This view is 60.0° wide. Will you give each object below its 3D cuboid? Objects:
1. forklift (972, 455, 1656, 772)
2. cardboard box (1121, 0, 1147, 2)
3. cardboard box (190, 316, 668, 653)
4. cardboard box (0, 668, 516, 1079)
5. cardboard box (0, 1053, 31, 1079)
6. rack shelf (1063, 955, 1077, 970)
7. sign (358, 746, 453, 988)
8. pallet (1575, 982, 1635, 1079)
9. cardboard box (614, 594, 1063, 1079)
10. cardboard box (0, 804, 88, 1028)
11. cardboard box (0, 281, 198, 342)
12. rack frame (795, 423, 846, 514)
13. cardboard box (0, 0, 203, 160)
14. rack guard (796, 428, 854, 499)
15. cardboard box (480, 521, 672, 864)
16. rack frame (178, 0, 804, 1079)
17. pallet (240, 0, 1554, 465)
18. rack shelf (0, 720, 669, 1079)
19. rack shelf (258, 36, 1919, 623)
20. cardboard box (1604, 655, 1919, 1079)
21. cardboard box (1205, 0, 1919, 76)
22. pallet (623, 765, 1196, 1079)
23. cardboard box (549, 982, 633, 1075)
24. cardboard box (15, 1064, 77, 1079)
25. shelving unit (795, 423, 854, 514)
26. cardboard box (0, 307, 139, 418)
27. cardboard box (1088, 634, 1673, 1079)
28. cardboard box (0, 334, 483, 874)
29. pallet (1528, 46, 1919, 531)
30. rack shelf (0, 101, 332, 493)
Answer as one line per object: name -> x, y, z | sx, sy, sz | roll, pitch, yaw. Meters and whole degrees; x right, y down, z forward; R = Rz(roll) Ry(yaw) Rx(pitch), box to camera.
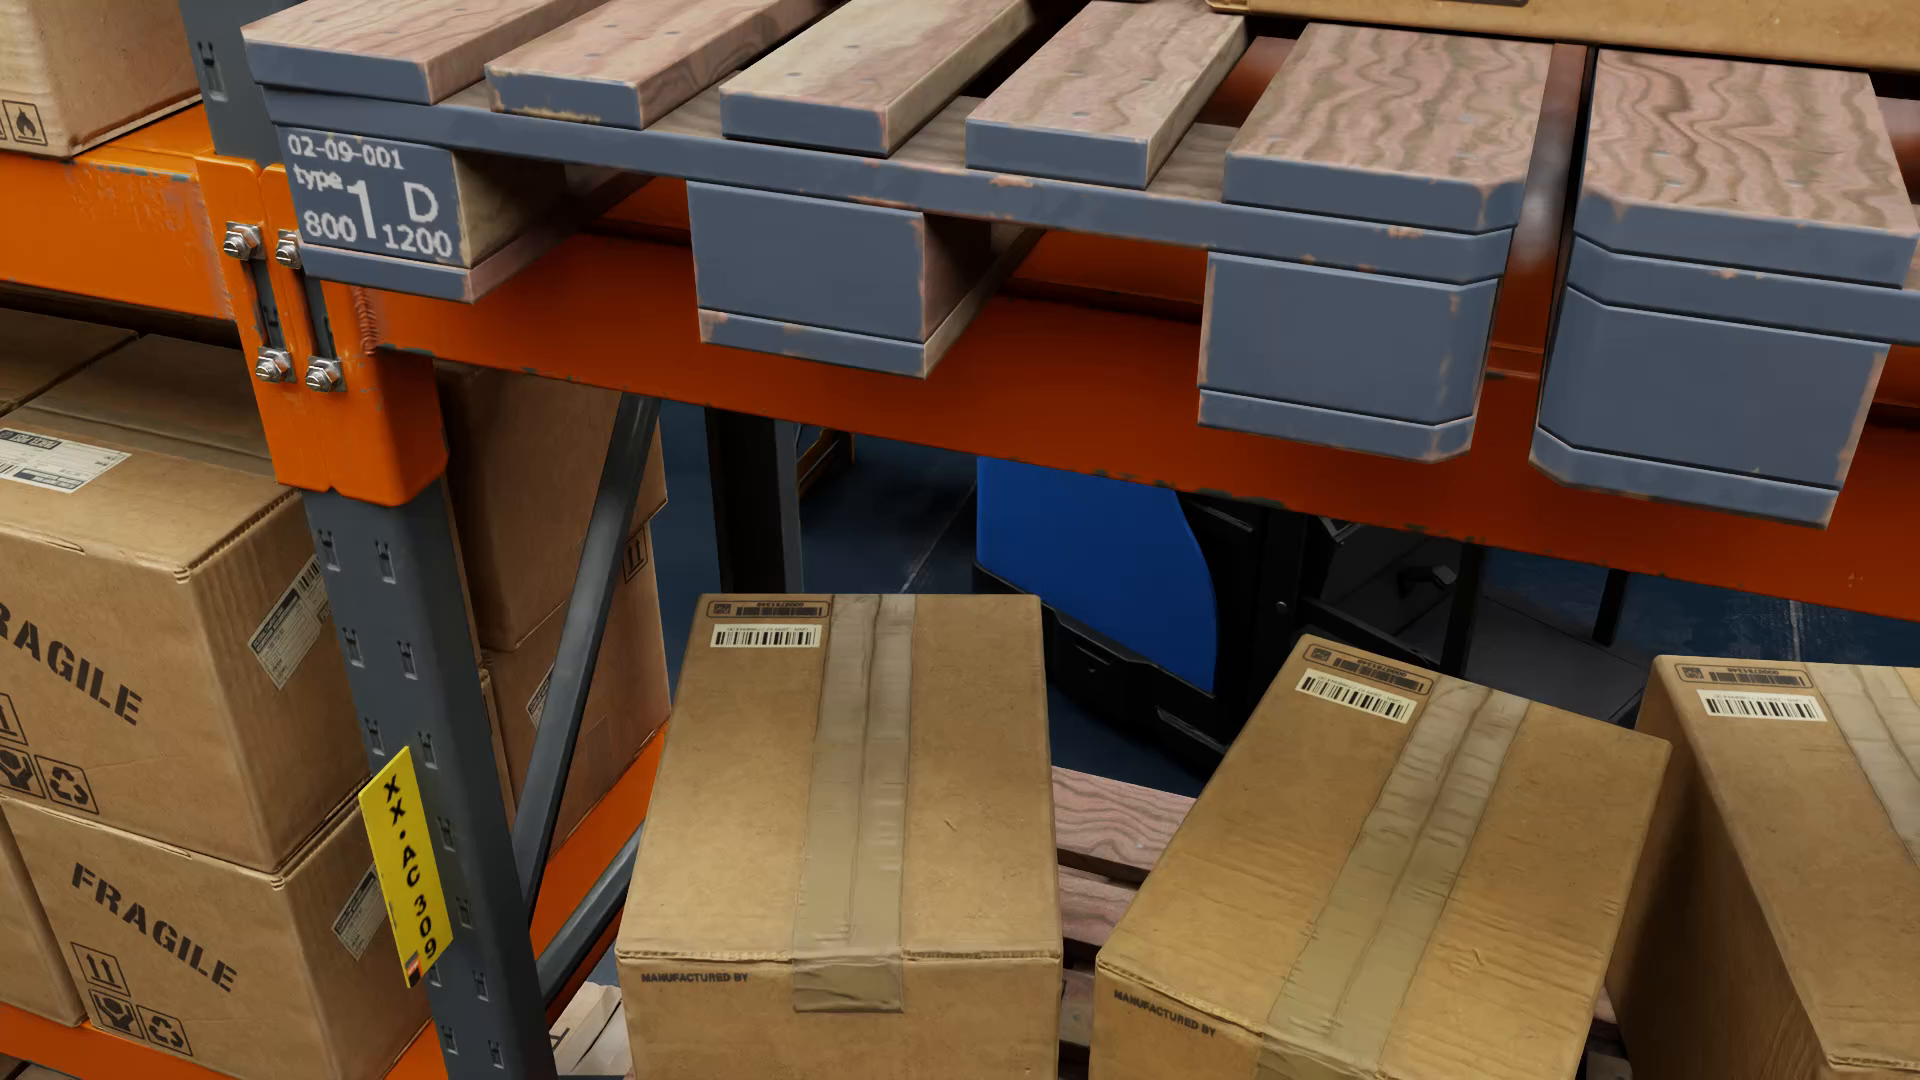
forklift -> 1.434, -0.529, 4.368 | 1.130, 2.935, 3.031 | -28, 42, -36
cardboard box -> -0.055, -0.899, 1.539 | 0.600, 0.600, 0.600 | 8, 34, 12
cardboard box -> -0.853, -0.200, 2.780 | 0.500, 0.500, 0.500 | 12, 35, 18
cardboard box -> -1.061, 0.490, 2.634 | 0.500, 0.500, 0.500 | 12, 35, 17
cardboard box -> -2.275, 1.015, 3.808 | 0.637, 0.503, 0.797 | 11, 34, 16
rack shelf -> 1.379, 1.160, 2.350 | 4.000, 0.370, 1.077 | 11, 34, 16
sign -> -0.680, 0.407, 2.056 | 0.005, 0.325, 0.100 | 11, 34, 16
pallet -> 1.429, 0.951, 2.188 | 1.213, 0.211, 1.003 | 11, 34, 16
cardboard box -> -0.134, 0.475, 2.270 | 0.500, 0.500, 0.700 | 0, 33, 0
cardboard box -> -1.547, 0.396, 2.779 | 0.500, 0.500, 0.500 | 12, 35, 18
cardboard box -> -1.339, -0.294, 2.926 | 0.500, 0.500, 0.500 | 10, 34, 15
rack frame -> -0.569, -0.824, 6.143 | 0.032, 1.500, 0.500 | 12, 35, 18
cardboard box -> -1.052, -0.658, 1.877 | 0.500, 0.250, 0.500 | 11, 34, 16
rack guard -> -0.568, -0.298, 6.482 | 0.087, 0.250, 0.587 | 12, 35, 18
cardboard box -> -0.892, 0.218, 3.055 | 0.500, 0.500, 0.500 | 12, 35, 18
rack frame -> -0.505, 0.494, 2.720 | 0.053, 2.616, 0.949 | 11, 34, 16
pallet -> 0.086, -0.534, 1.719 | 1.003, 0.211, 1.213 | 11, 34, 16
rack shelf -> -2.387, 0.428, 3.484 | 4.000, 0.370, 1.077 | 11, 34, 16
rack shelf -> 1.379, -0.100, 1.537 | 4.000, 0.370, 1.077 | 11, 34, 16
cardboard box -> 1.180, 0.566, 2.129 | 0.500, 0.500, 0.700 | 3, 33, 4
cardboard box -> 0.582, -0.788, 1.368 | 0.600, 0.600, 0.600 | 11, 34, 16
pallet -> 0.211, 0.775, 2.461 | 1.213, 0.211, 1.003 | 11, 34, 16
cardboard box -> -0.826, 1.250, 3.622 | 0.500, 0.311, 0.500 | 11, 34, 16
cardboard box -> -1.842, 1.340, 3.482 | 0.500, 0.311, 0.500 | 11, 34, 16
shelving unit -> -0.104, -0.725, 5.991 | 1.083, 1.500, 0.587 | 12, 35, 18
cardboard box -> -1.551, -0.023, 2.506 | 0.500, 0.500, 0.500 | 10, 34, 16
cardboard box -> 0.535, 0.568, 2.125 | 0.500, 0.500, 0.700 | 17, 36, 24
cardboard box -> -1.068, 0.070, 2.362 | 0.500, 0.500, 0.500 | 11, 34, 17
pallet -> 1.063, -0.346, 1.428 | 1.003, 0.211, 1.213 | 11, 34, 16
rack shelf -> -2.387, -0.832, 2.671 | 4.000, 0.370, 1.077 | 11, 34, 16
